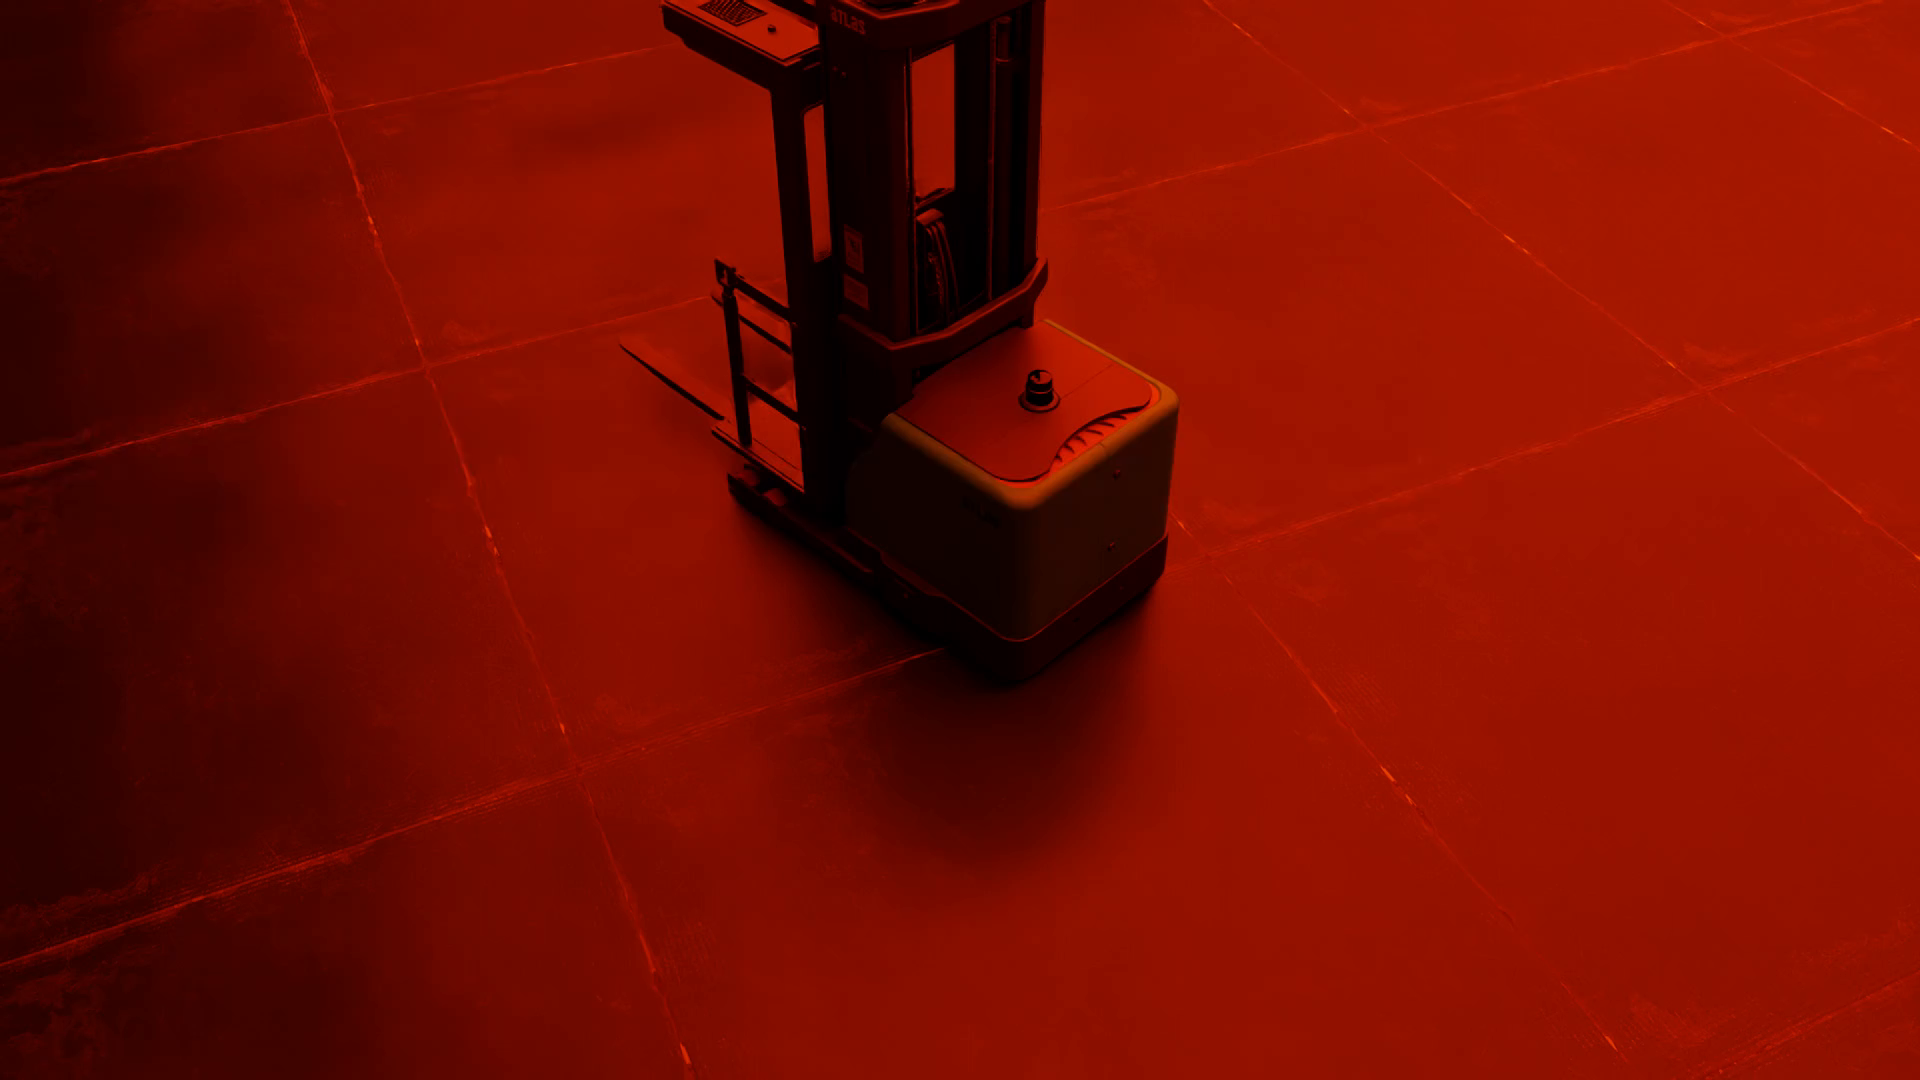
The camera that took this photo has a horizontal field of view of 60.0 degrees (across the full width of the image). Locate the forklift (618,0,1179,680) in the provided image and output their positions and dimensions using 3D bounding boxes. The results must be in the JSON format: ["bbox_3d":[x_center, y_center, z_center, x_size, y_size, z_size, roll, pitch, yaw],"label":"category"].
[{"bbox_3d":[-0.467,-1.375,7.153,3.031,2.935,1.130,34,53,31],"label":"forklift"}]

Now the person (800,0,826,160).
[{"bbox_3d":[-0.684,-2.970,9.694,0.655,1.782,0.577,-24,48,-24],"label":"person"}]
